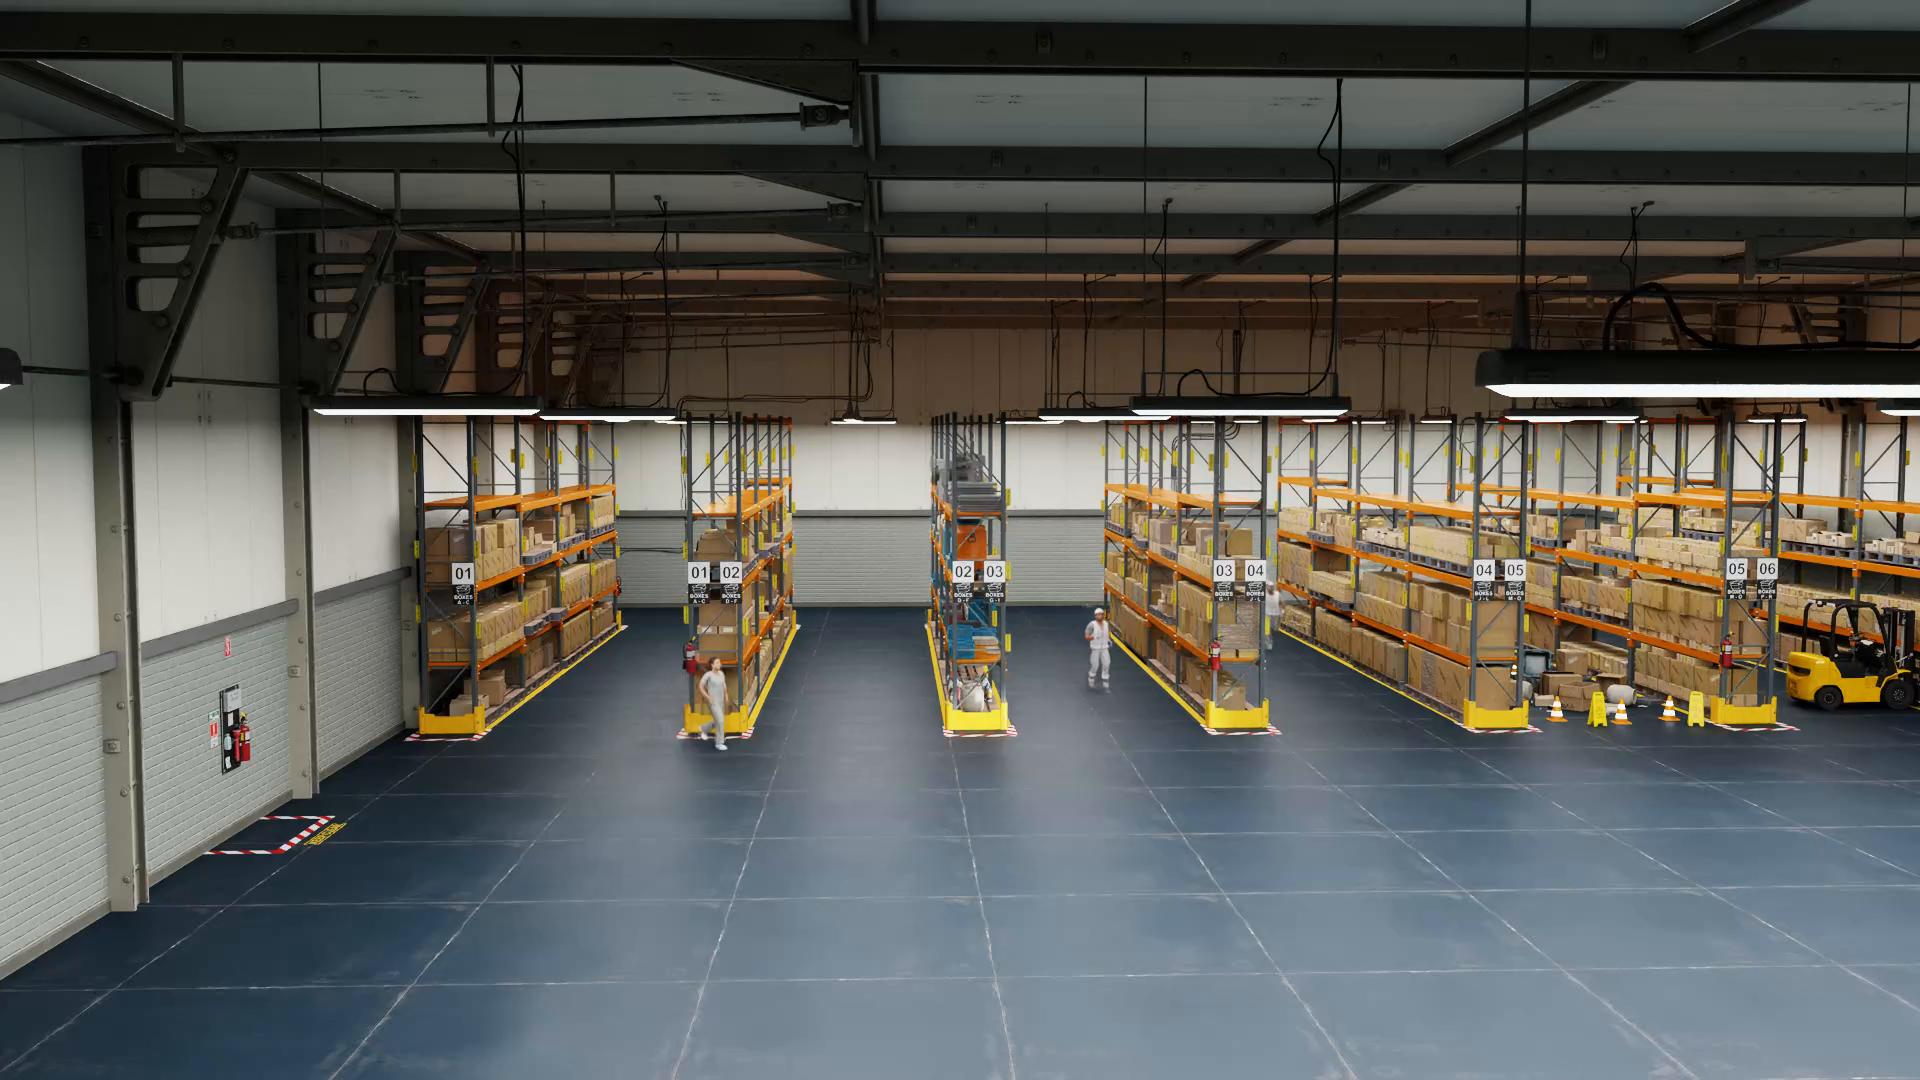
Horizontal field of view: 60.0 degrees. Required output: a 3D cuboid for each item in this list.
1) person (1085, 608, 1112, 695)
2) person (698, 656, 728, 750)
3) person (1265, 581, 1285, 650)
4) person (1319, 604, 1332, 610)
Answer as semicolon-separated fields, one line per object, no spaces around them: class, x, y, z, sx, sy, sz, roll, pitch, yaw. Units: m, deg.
person;2.987;2.367;35.721;0.644;1.806;0.915;-1;4;-15
person;-4.399;2.894;29.691;0.703;1.653;0.591;3;5;36
person;8.041;1.936;42.982;0.700;1.759;0.666;0;4;3
person;10.894;1.479;49.645;0.753;1.850;0.666;-1;4;-19
